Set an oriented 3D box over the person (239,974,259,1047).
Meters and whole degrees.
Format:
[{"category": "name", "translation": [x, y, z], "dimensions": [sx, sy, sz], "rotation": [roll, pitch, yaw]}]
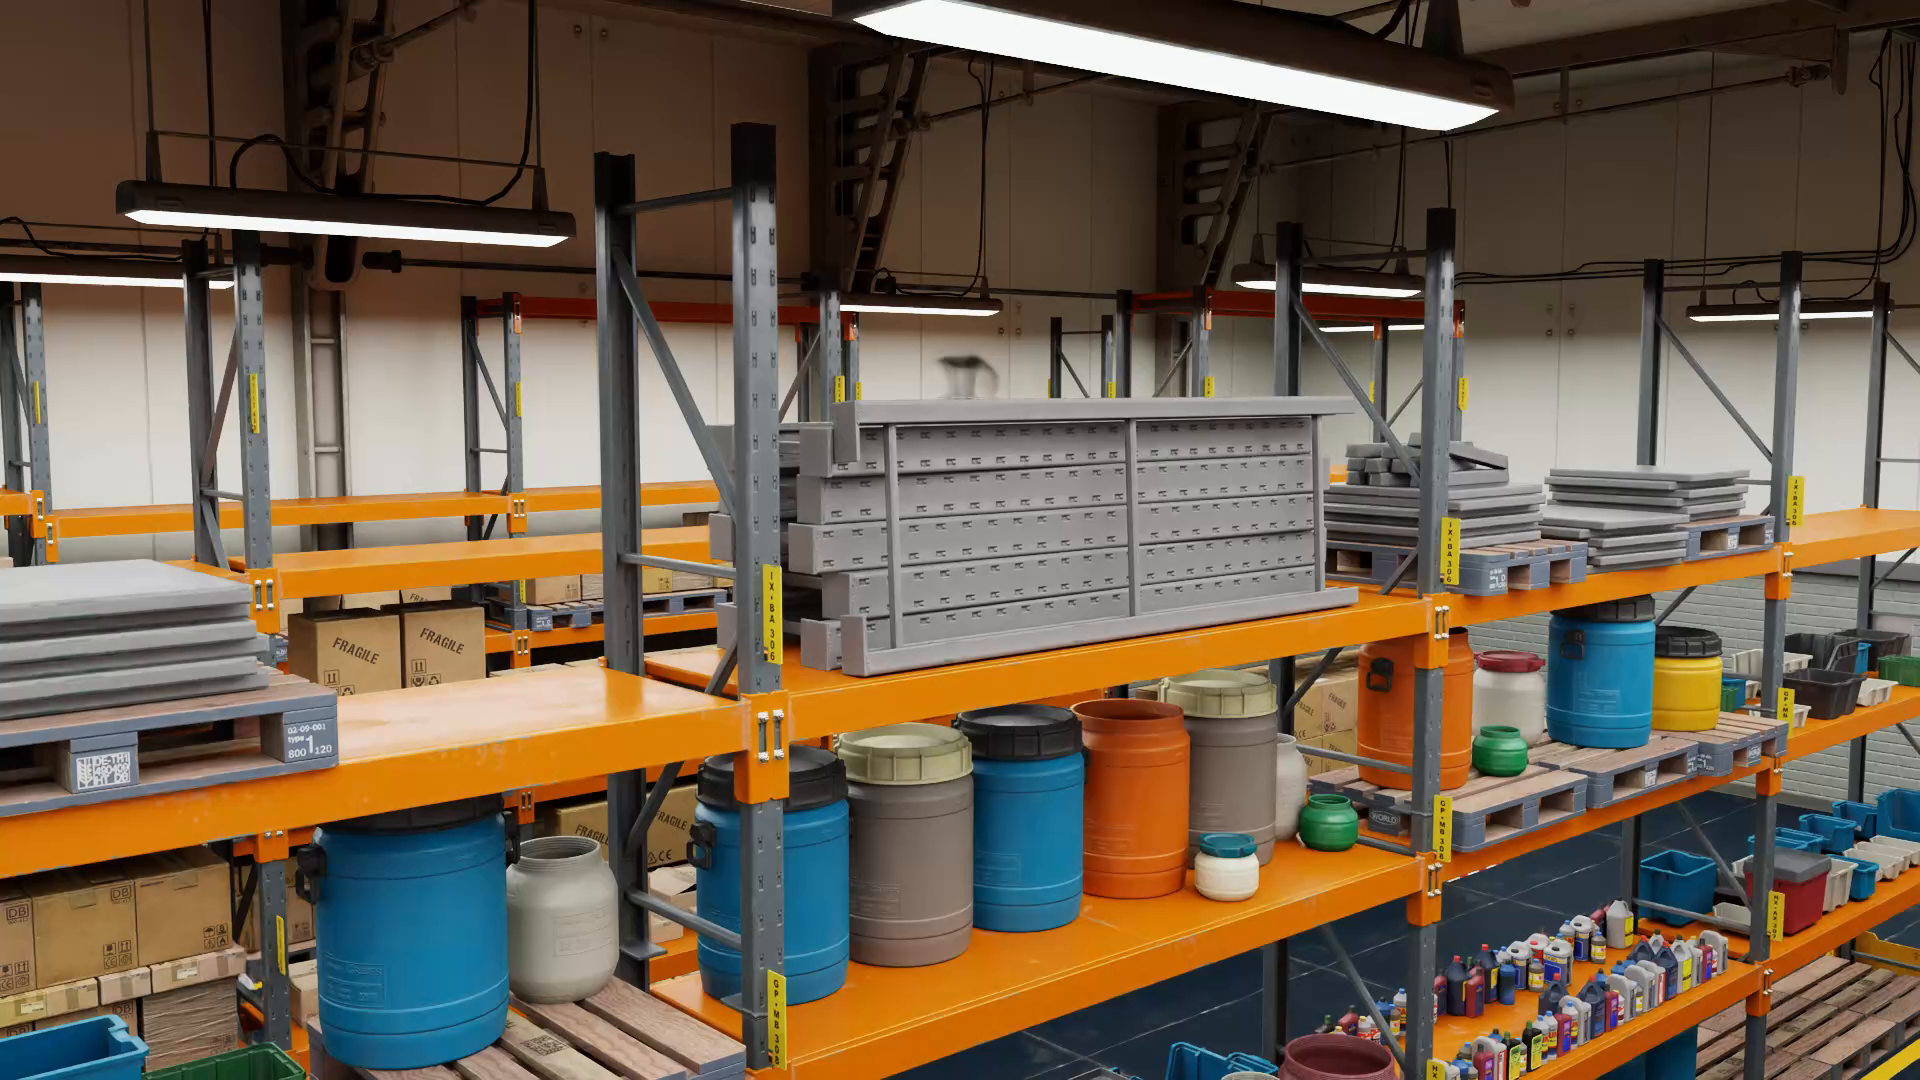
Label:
[{"category": "person", "translation": [-5.217, 3.245, 11.707], "dimensions": [0.859, 1.589, 0.592], "rotation": [-5, 7, -40]}]
